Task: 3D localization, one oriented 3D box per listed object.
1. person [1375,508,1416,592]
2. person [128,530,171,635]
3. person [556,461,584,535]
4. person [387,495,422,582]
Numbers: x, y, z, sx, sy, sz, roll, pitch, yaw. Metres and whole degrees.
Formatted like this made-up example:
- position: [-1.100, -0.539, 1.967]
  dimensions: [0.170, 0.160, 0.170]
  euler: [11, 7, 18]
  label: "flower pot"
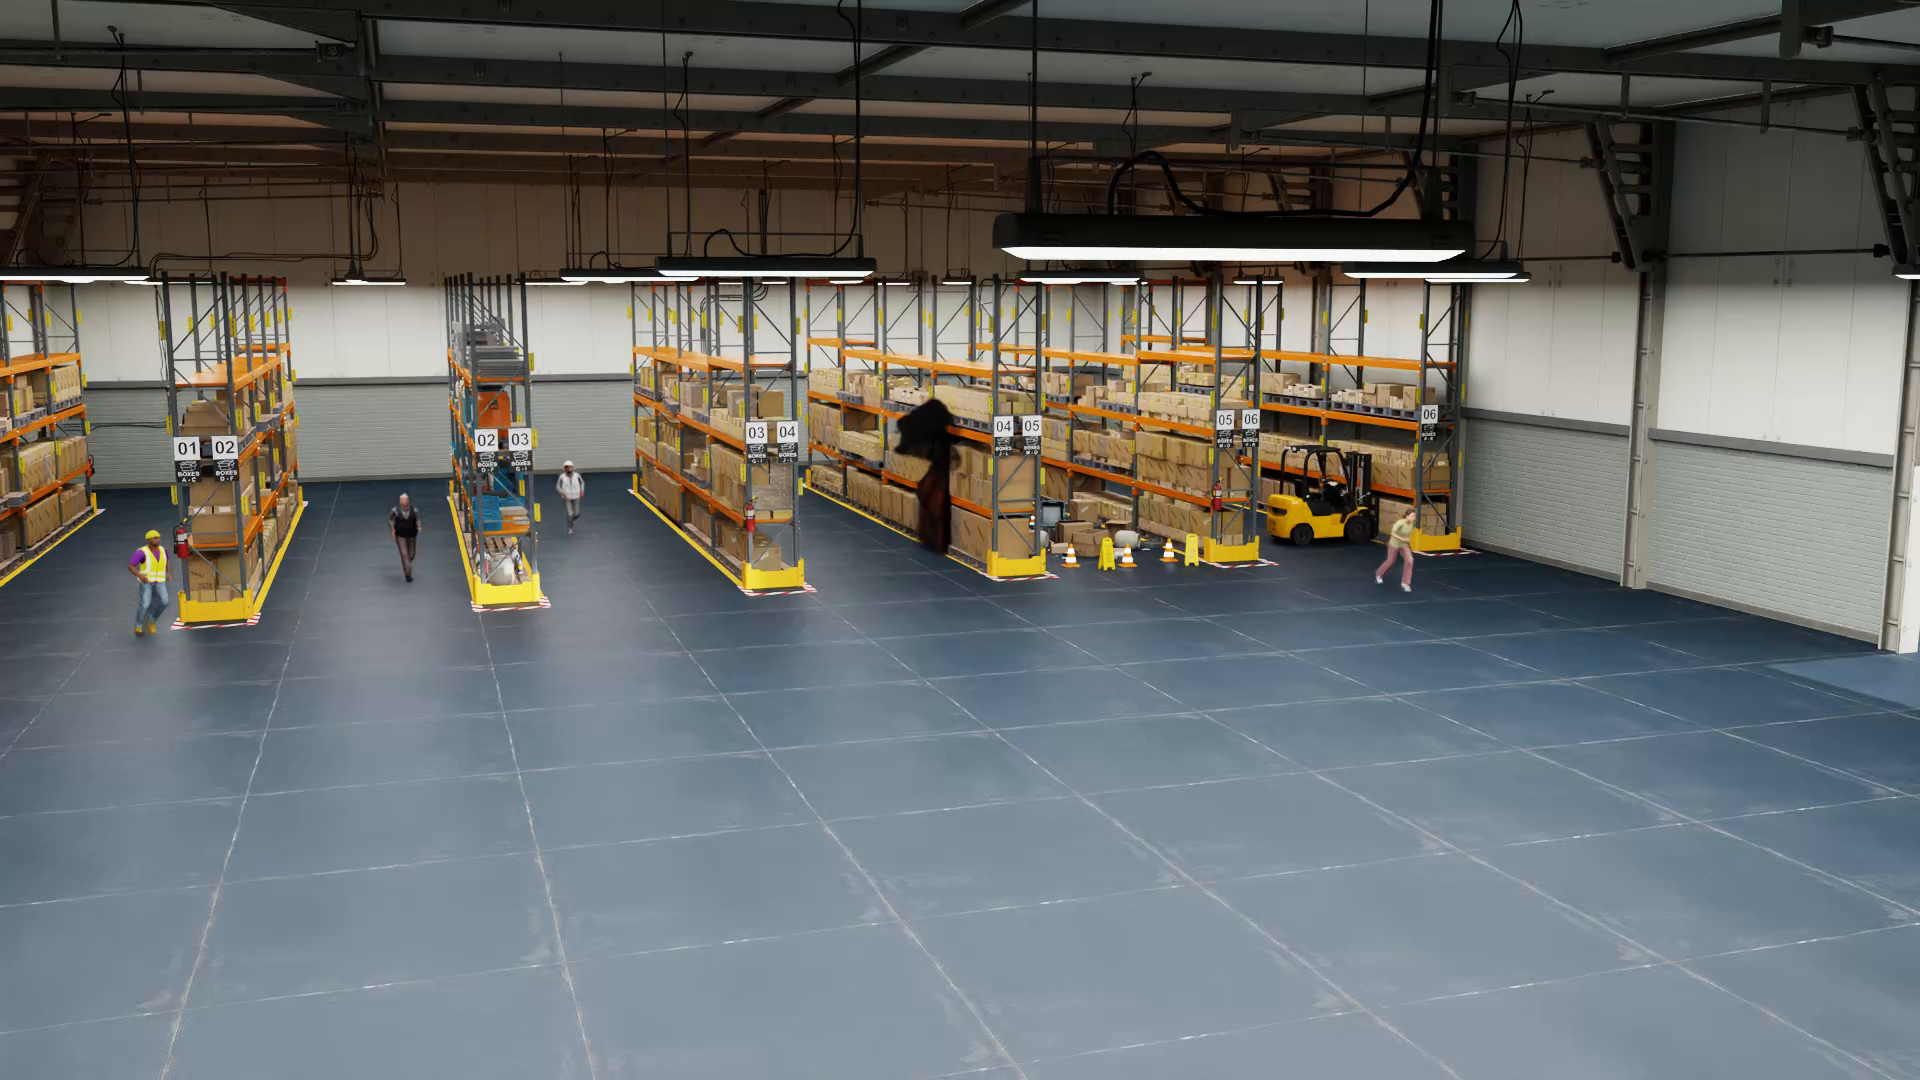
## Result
- position: [8.359, 0.161, 31.932]
  dimensions: [0.619, 1.623, 0.960]
  euler: [-5, 10, -32]
  label: "person"
- position: [-13.451, 0.704, 27.752]
  dimensions: [0.609, 1.732, 0.761]
  euler: [7, 11, 38]
  label: "person"
- position: [-9.118, -0.996, 38.974]
  dimensions: [0.674, 1.738, 0.653]
  euler: [-3, 9, -21]
  label: "person"
- position: [-10.996, -0.066, 32.957]
  dimensions: [0.645, 1.709, 0.882]
  euler: [-5, 10, -29]
  label: "person"
